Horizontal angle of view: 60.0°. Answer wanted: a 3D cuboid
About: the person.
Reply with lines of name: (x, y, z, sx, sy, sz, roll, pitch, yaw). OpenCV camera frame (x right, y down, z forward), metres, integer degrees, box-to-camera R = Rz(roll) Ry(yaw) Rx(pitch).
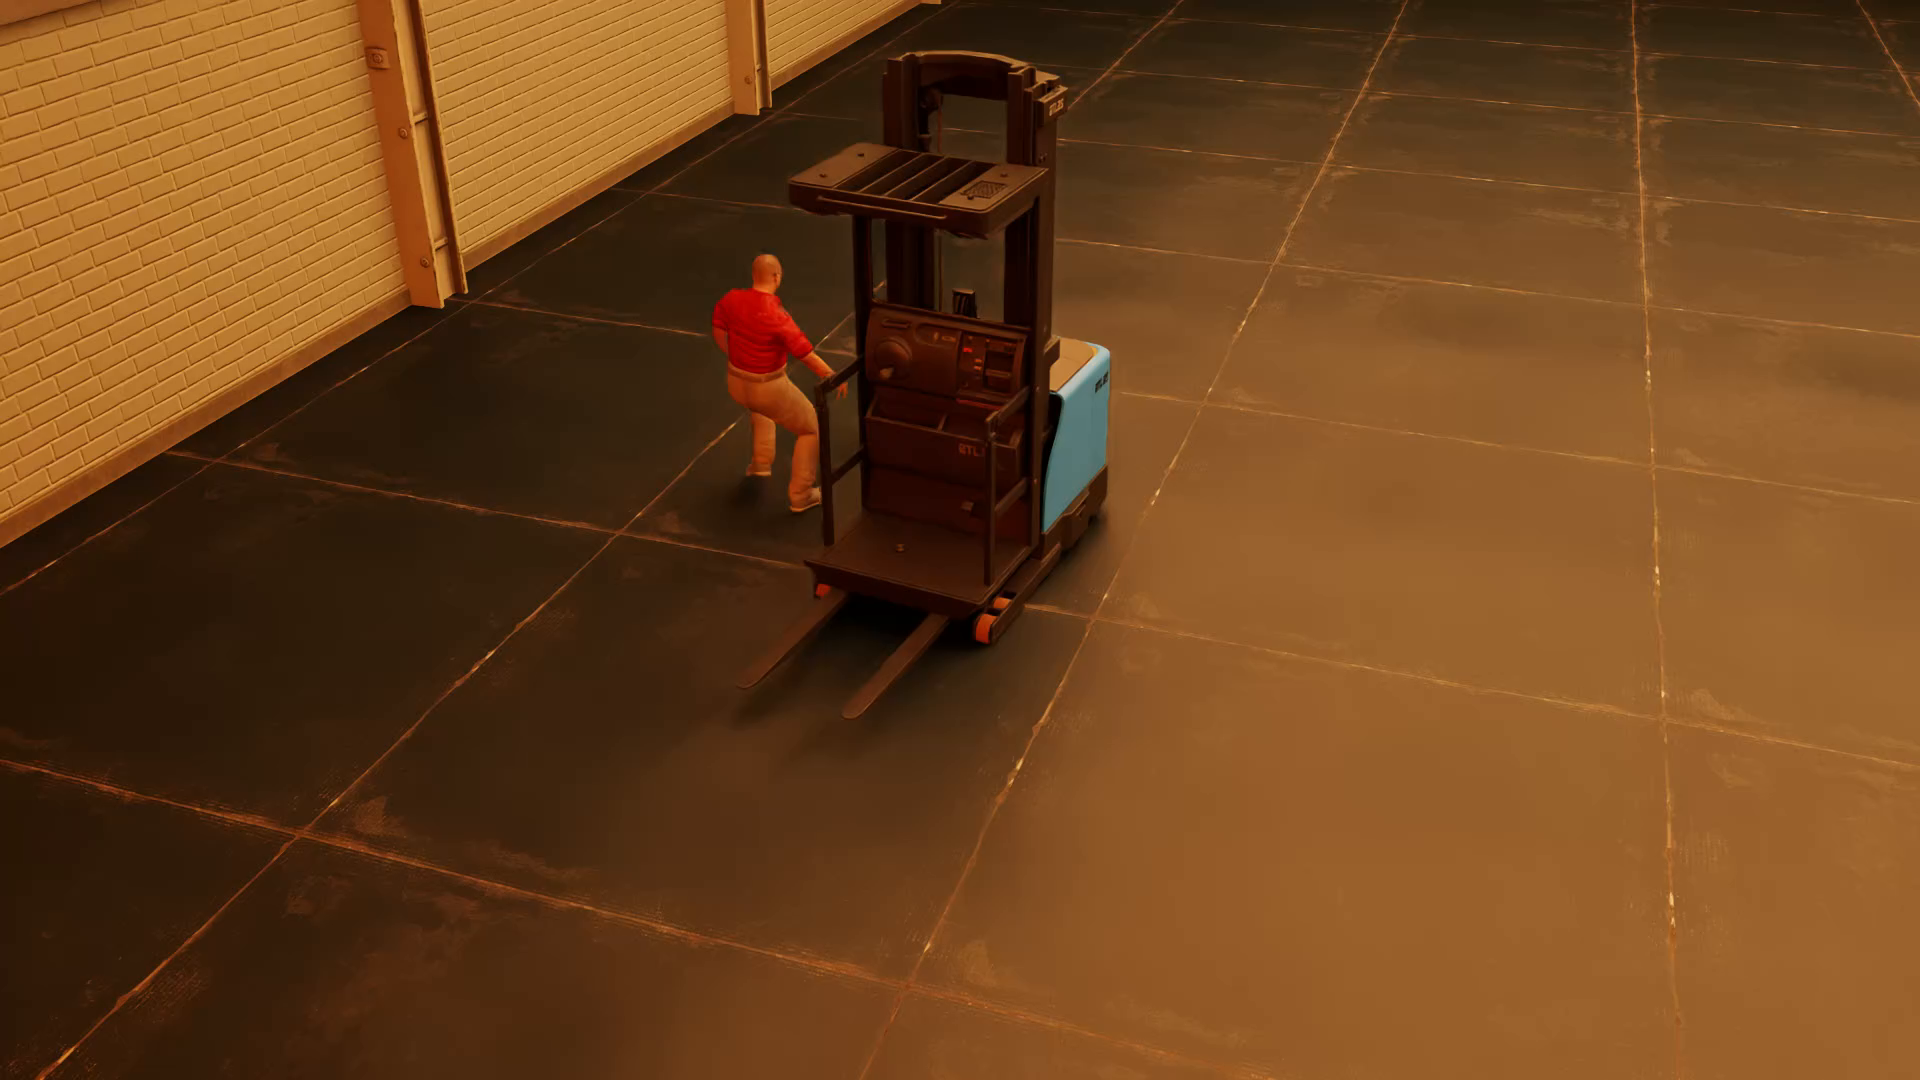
person: (-1.124, -1.006, 10.217, 0.776, 1.623, 0.497, 18, 34, 29)

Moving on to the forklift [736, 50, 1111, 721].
forklift: (-0.175, -0.949, 8.802, 1.130, 2.935, 3.031, 13, 32, 22)
